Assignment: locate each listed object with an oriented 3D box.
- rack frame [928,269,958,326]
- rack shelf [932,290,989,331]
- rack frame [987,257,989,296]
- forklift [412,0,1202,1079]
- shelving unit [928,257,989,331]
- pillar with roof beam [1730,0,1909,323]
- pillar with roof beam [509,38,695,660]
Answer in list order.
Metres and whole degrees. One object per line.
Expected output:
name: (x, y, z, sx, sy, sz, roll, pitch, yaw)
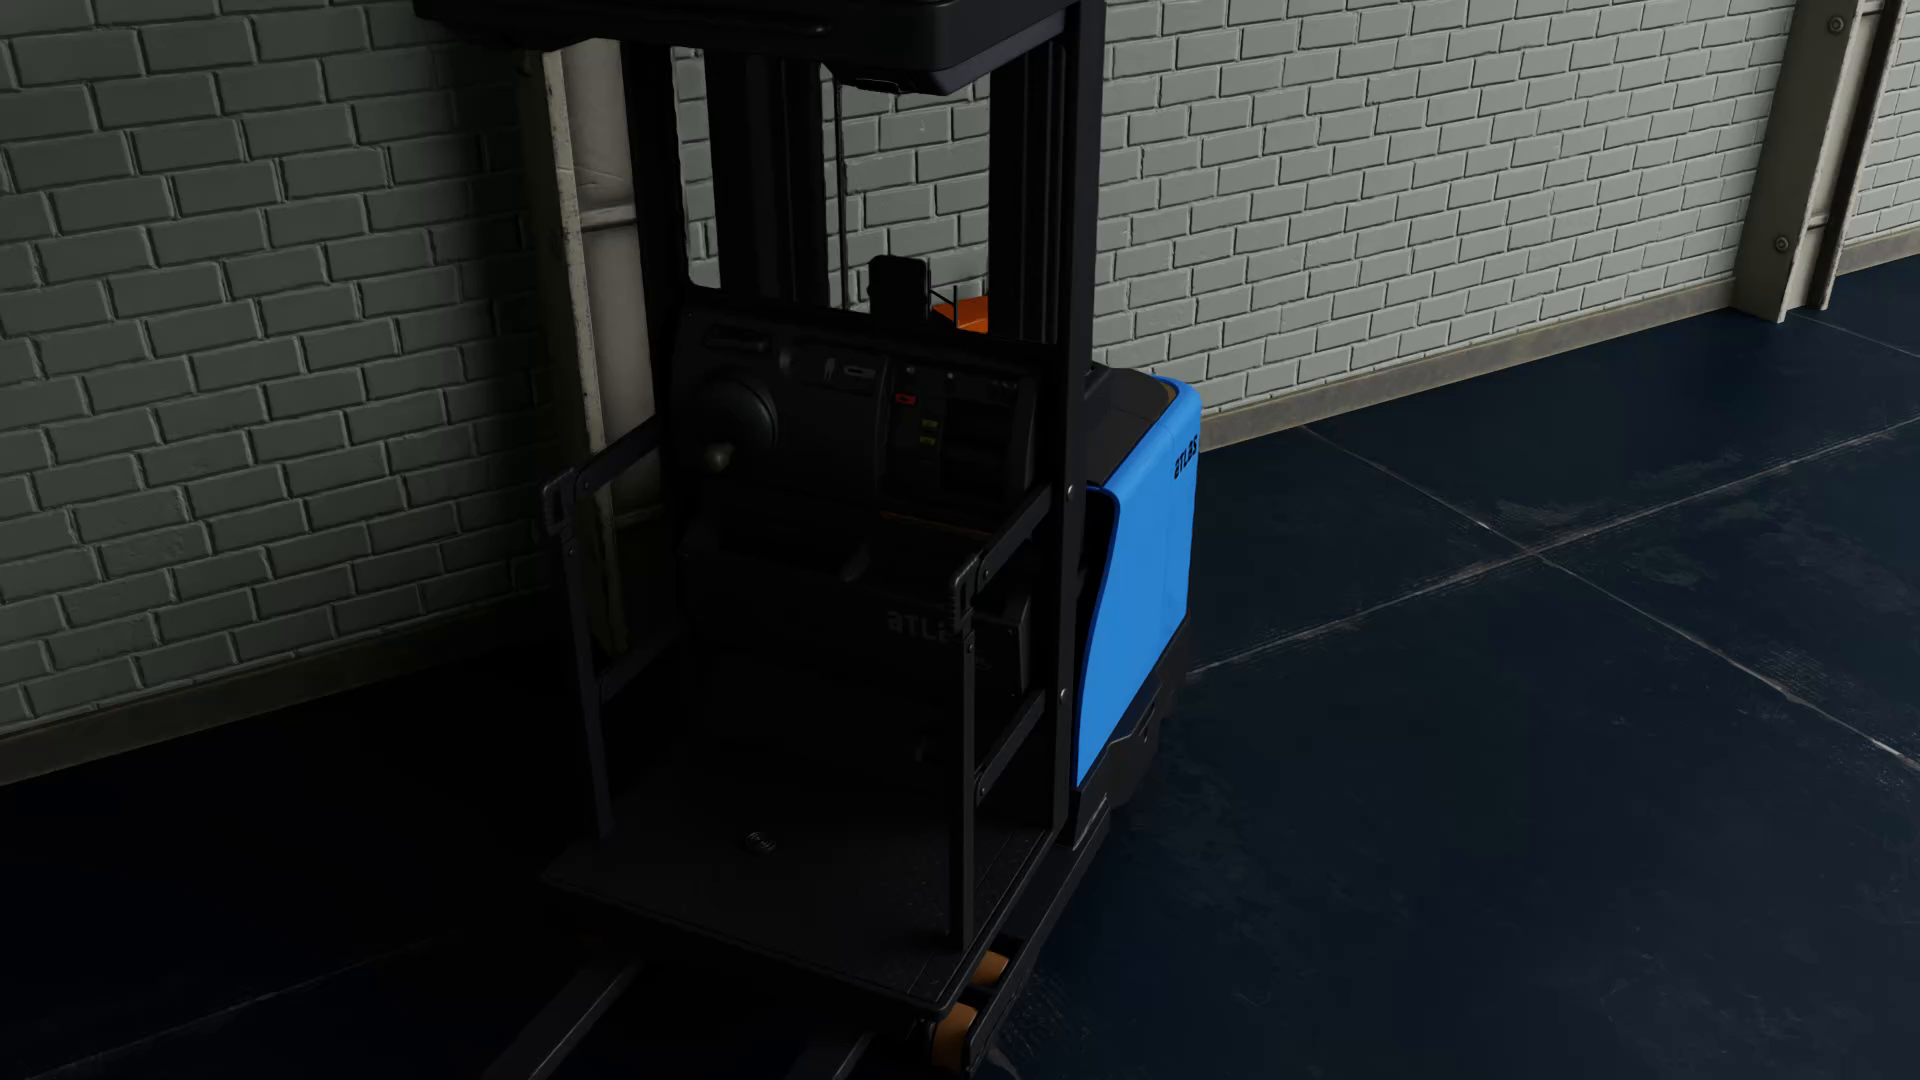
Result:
rack frame: (-0.059, -0.443, 5.966, 0.008, 1.050, 0.200, -16, 33, -26)
rack shelf: (0.046, -0.712, 5.888, 0.240, 0.259, 0.215, -16, 33, -26)
rack frame: (0.151, -0.503, 6.074, 0.008, 1.050, 0.200, -16, 33, -26)
forklift: (-0.341, -0.253, 3.676, 1.130, 2.935, 3.031, 12, 31, 21)
shelving unit: (0.046, -0.473, 6.020, 0.252, 1.050, 0.215, -16, 33, -26)
pillar with roof beam: (6.295, -3.326, 2.964, 0.400, 9.000, 9.100, -16, 33, -26)
pillar with roof beam: (1.122, -1.858, 0.303, 0.400, 9.000, 9.100, -16, 33, -26)
